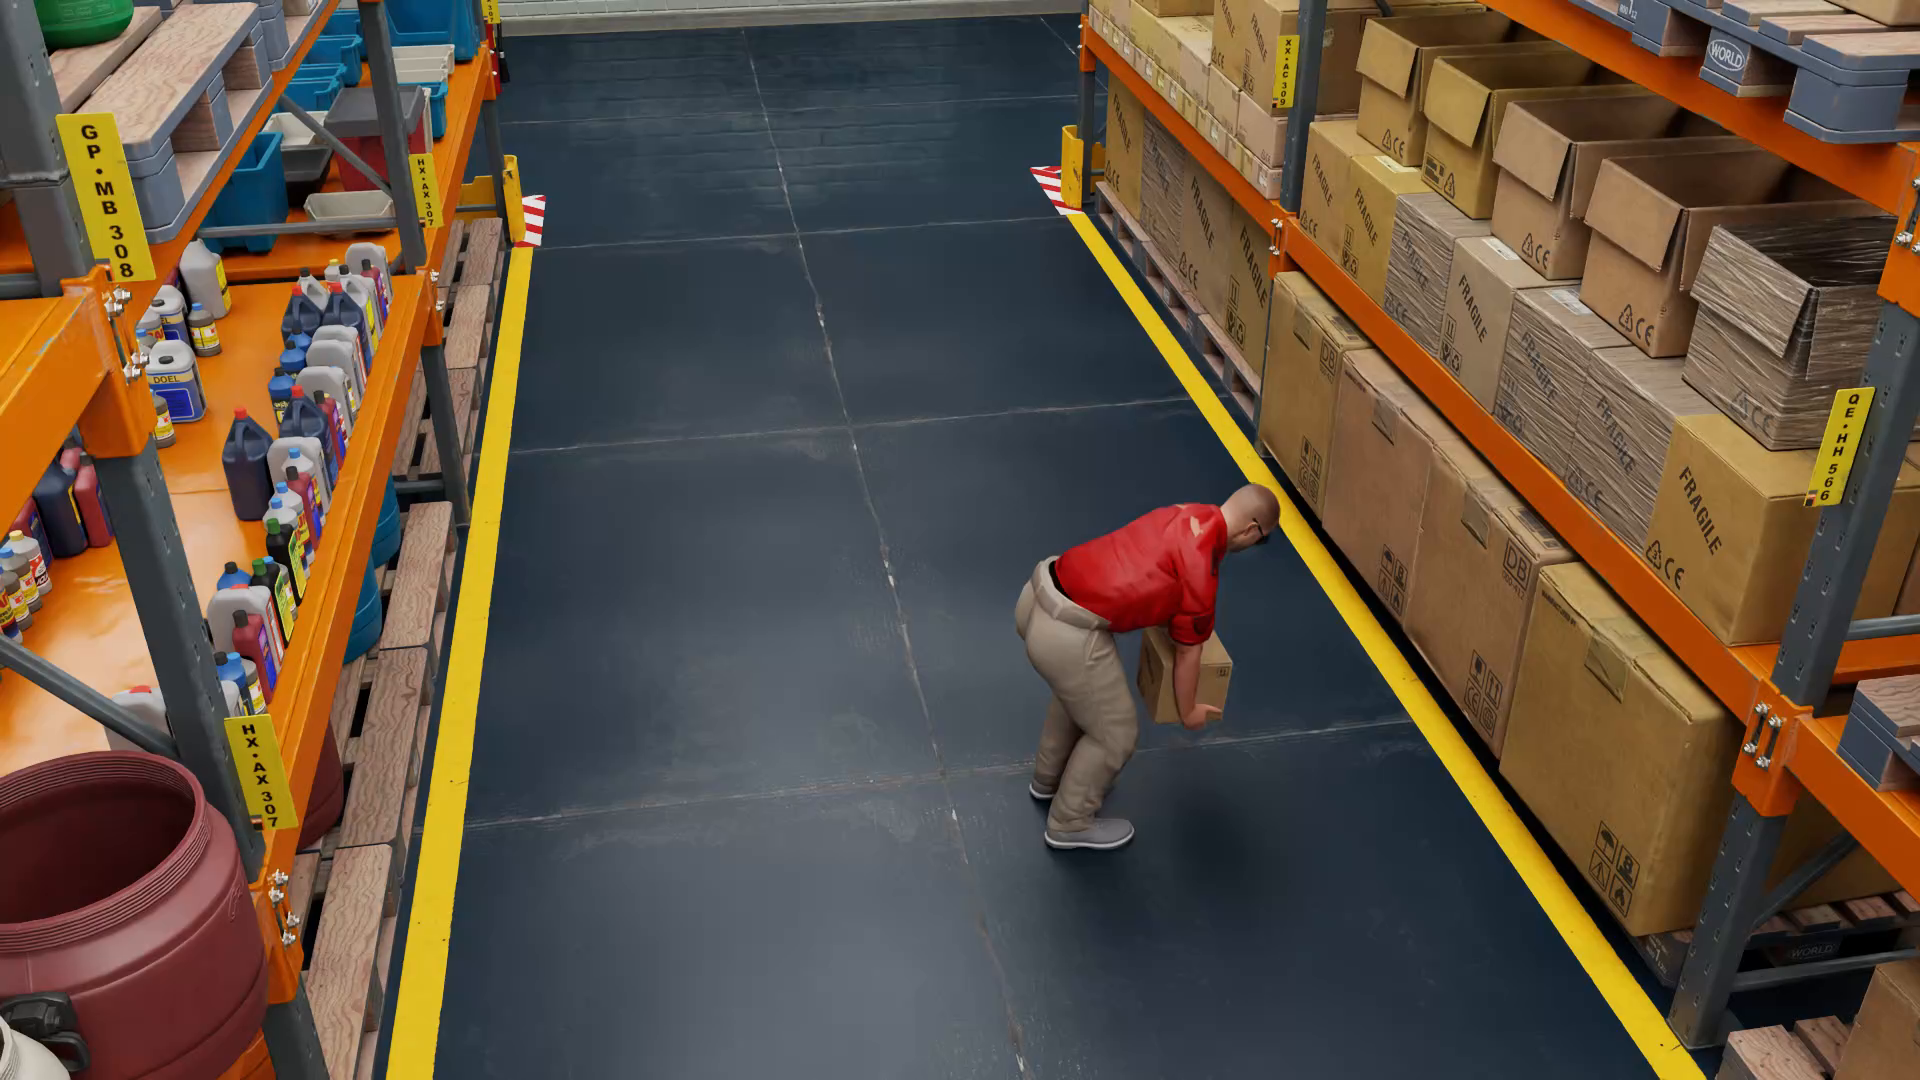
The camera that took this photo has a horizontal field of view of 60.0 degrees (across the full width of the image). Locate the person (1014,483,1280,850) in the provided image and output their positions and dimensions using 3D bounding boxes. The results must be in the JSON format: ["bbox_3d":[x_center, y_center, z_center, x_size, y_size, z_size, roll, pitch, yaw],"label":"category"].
[{"bbox_3d":[0.647,0.430,5.838,0.905,1.308,0.482,-6,31,-10],"label":"person"}]
